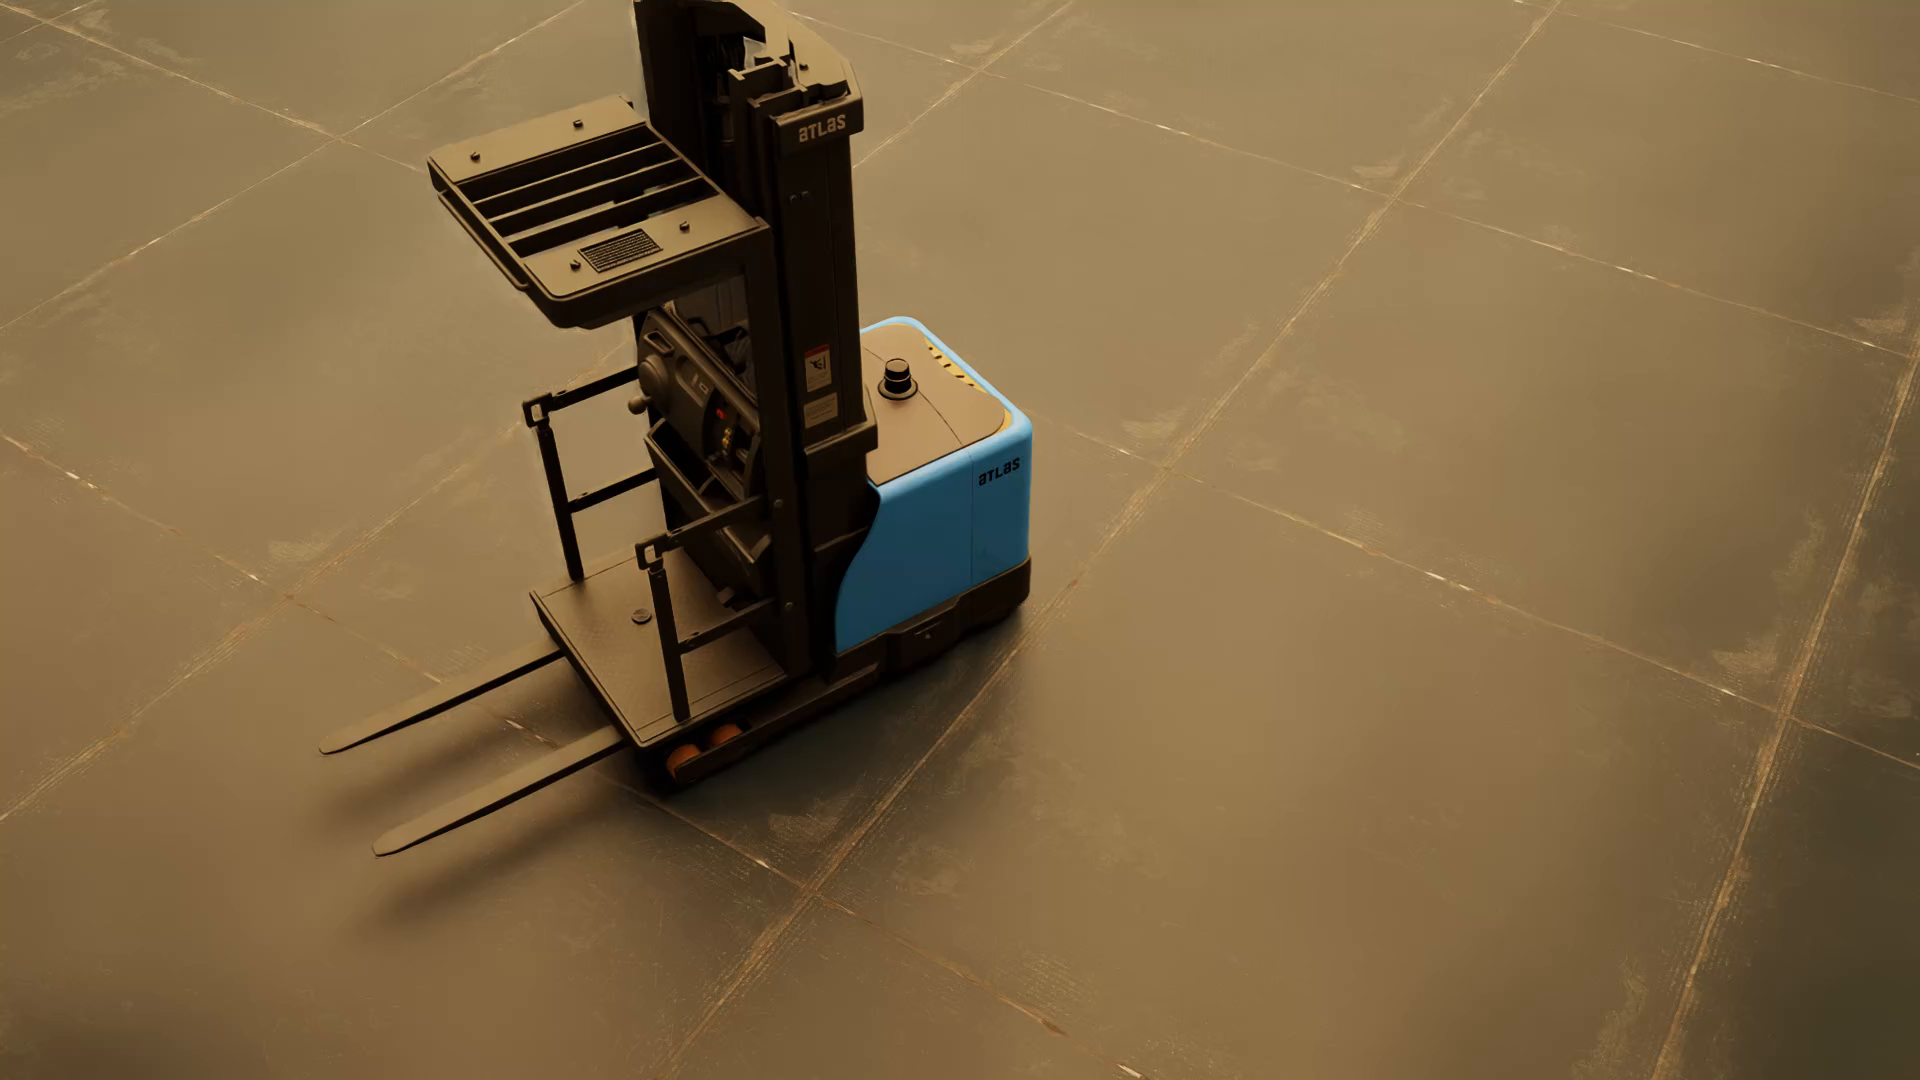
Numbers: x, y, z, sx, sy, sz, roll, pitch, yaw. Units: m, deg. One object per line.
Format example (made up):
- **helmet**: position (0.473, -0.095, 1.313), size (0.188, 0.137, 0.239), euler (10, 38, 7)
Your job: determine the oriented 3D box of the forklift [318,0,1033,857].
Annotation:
- **forklift**: position (-1.182, -0.469, 6.344), size (3.031, 2.935, 1.130), euler (-25, 49, -24)
